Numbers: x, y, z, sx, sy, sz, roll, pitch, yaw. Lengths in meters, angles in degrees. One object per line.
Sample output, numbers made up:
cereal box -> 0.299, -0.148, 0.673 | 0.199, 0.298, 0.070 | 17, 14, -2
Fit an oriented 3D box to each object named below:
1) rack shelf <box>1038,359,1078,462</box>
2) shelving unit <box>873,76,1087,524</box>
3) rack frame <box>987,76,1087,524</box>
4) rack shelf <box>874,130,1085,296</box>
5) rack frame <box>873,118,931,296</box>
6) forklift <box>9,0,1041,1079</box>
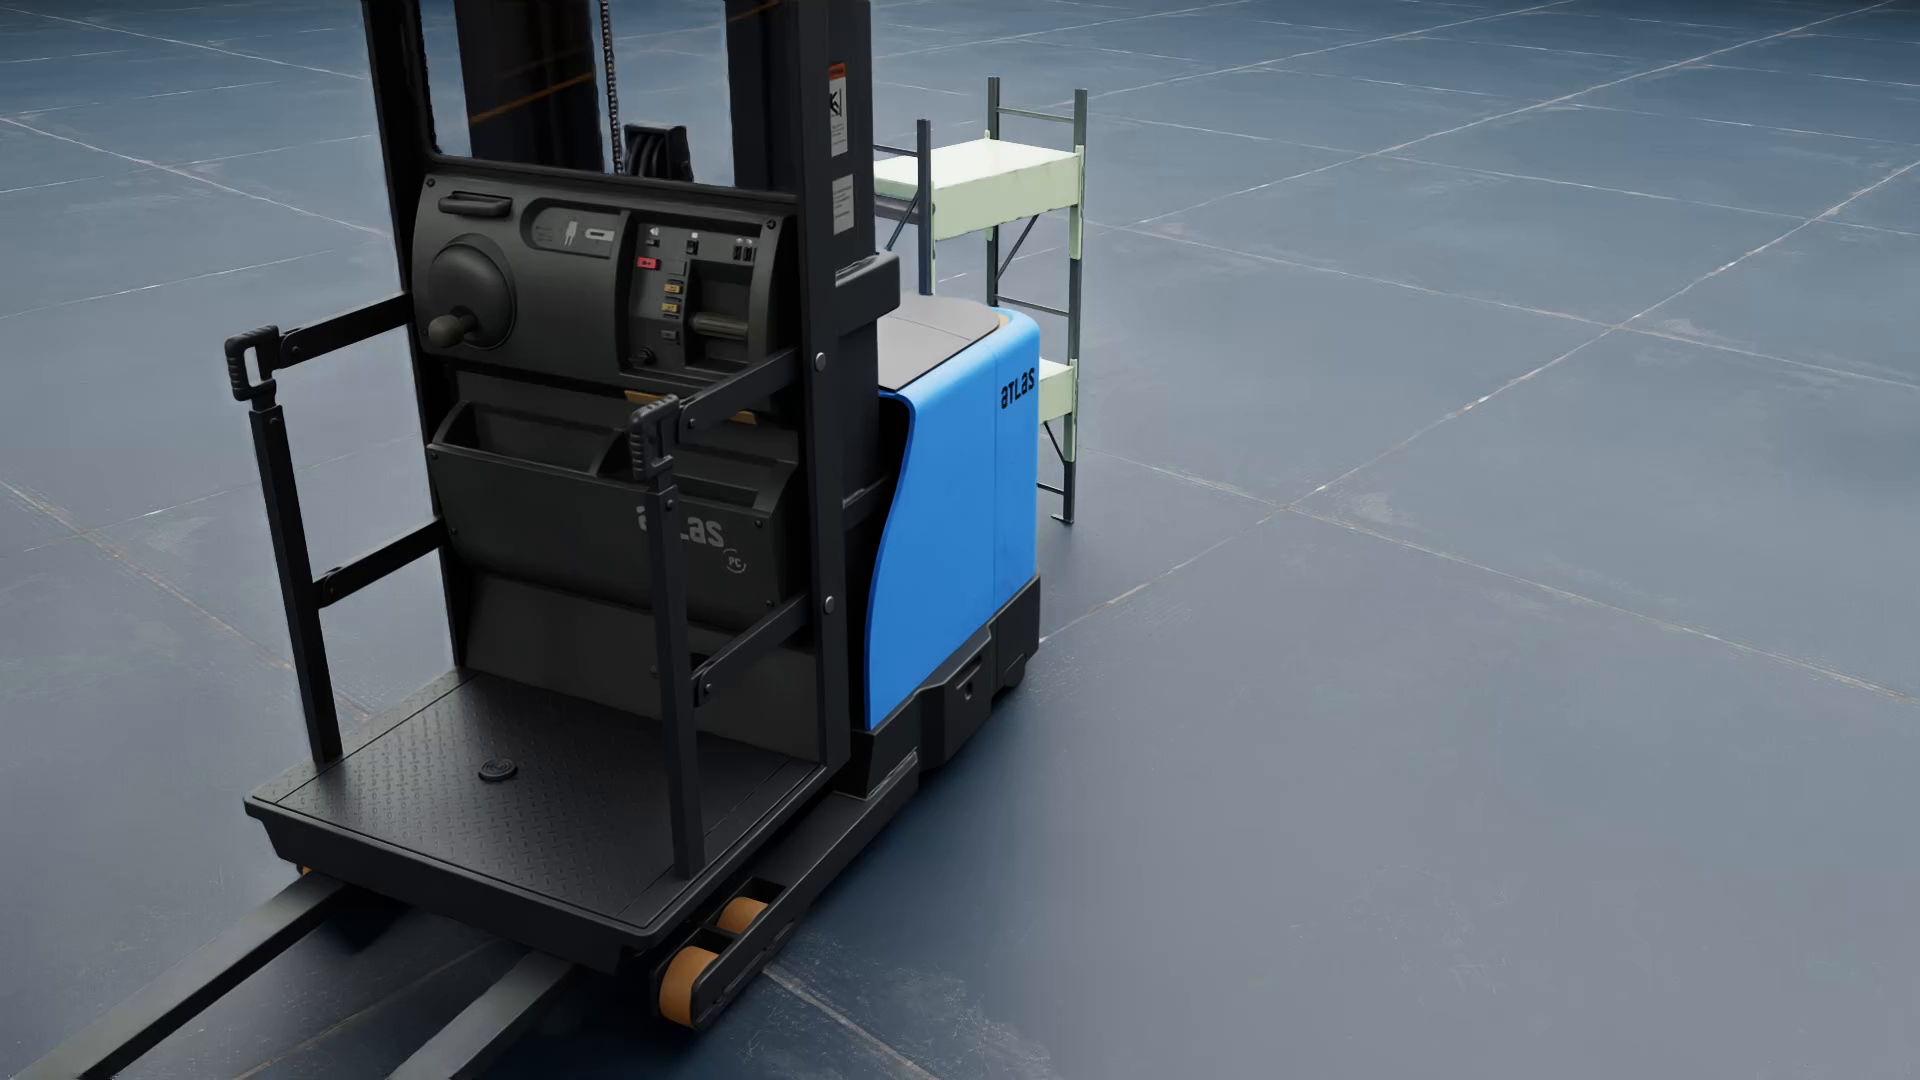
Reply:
rack shelf -> 0.004, -0.389, 5.581 | 0.431, 0.370, 0.720 | 20, 31, 38
shelving unit -> 0.004, -0.686, 5.448 | 0.431, 1.500, 0.755 | 20, 31, 38
rack frame -> 0.249, -0.798, 5.696 | 0.400, 1.500, 0.023 | 20, 31, 38
rack shelf -> 0.004, -1.042, 5.288 | 0.431, 0.370, 0.720 | 20, 31, 38
rack frame -> -0.240, -0.575, 5.199 | 0.400, 1.500, 0.023 | 20, 31, 38
forklift -> -0.873, -0.523, 3.335 | 1.130, 2.935, 3.031 | 11, 27, 24
